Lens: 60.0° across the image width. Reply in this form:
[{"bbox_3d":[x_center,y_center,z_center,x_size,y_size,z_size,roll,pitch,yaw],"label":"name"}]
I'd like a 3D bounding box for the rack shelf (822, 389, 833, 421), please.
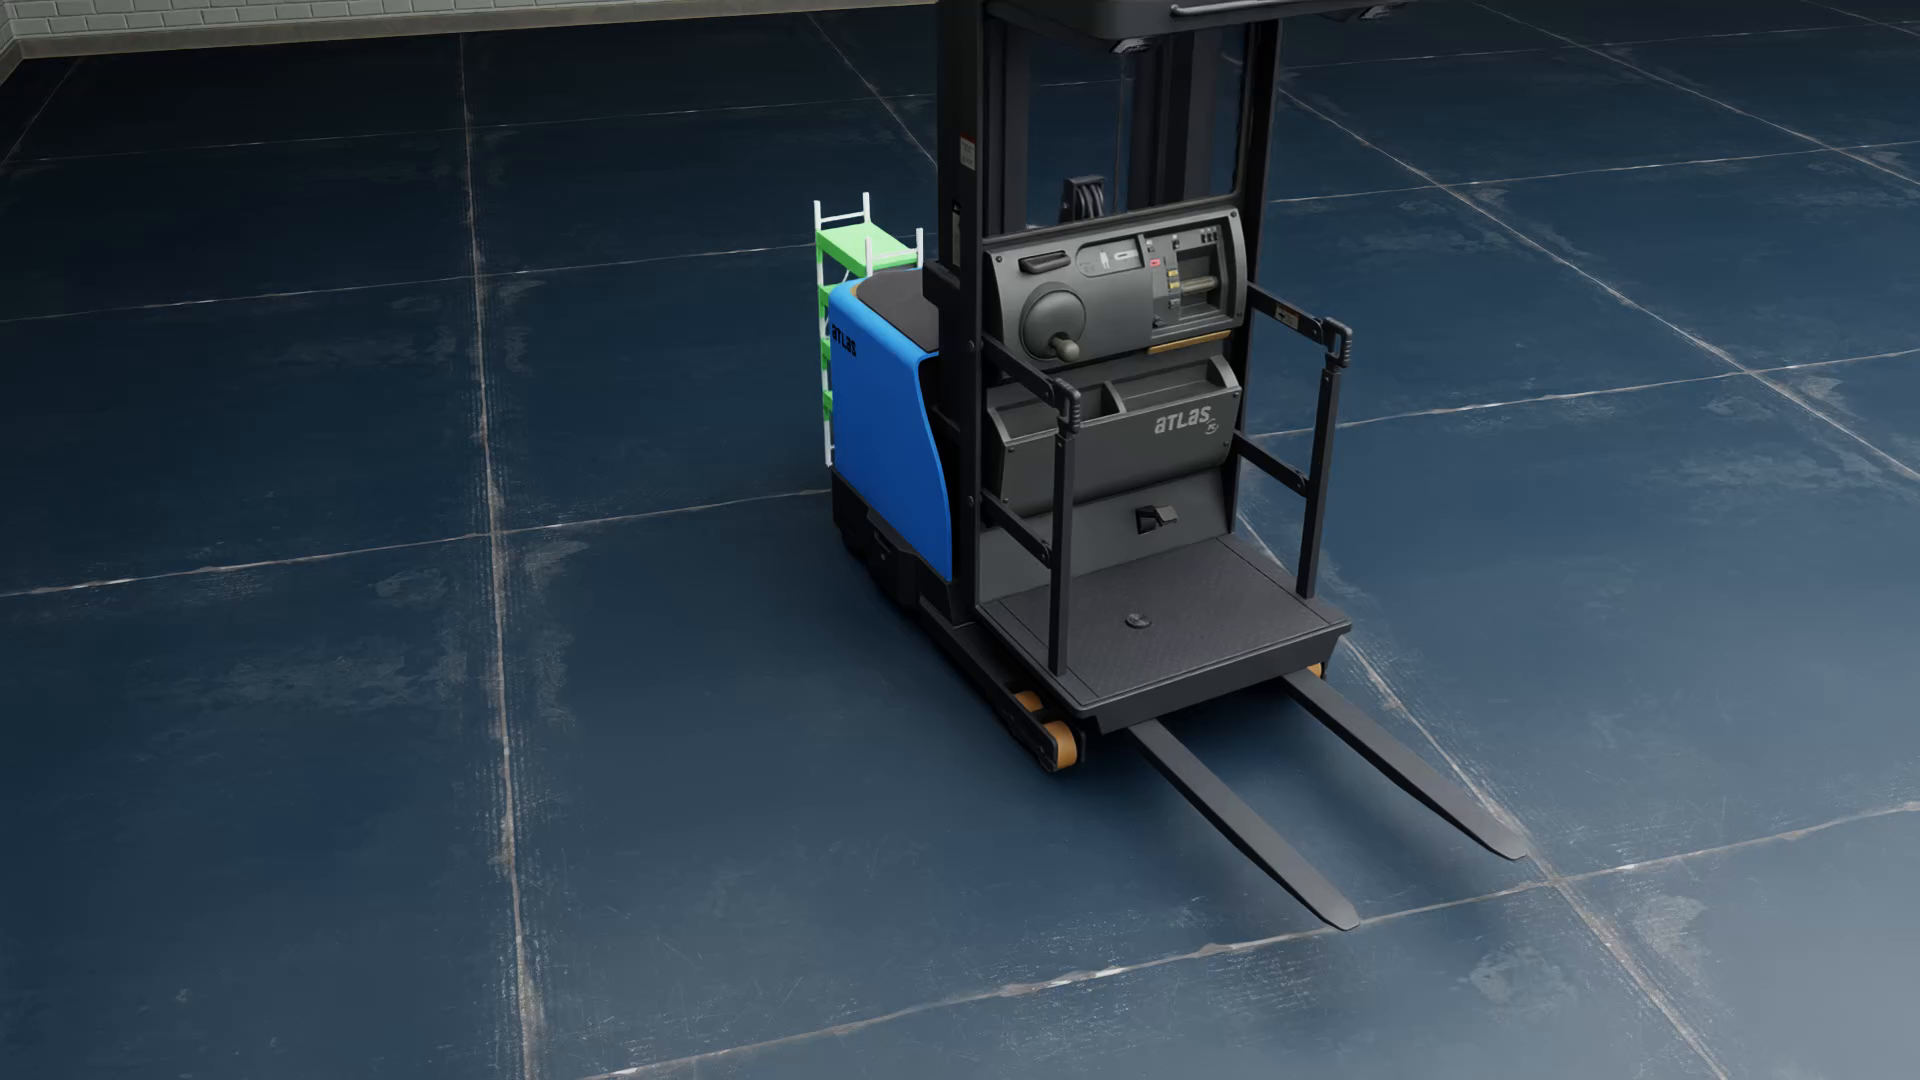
[{"bbox_3d":[-0.367,-0.504,7.030,0.258,0.148,0.480,-15,33,-24],"label":"rack shelf"}]

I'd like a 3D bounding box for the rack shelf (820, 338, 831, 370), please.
[{"bbox_3d":[-0.367,-0.712,6.909,0.258,0.148,0.480,-15,33,-24],"label":"rack shelf"}]

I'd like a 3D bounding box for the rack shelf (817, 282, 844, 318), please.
[{"bbox_3d":[-0.367,-0.919,6.789,0.258,0.148,0.480,-15,33,-24],"label":"rack shelf"}]

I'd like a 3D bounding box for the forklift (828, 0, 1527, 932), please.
[{"bbox_3d":[0.621,-0.770,5.154,1.130,2.935,3.031,-15,33,-24],"label":"forklift"}]

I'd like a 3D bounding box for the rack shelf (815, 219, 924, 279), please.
[{"bbox_3d":[-0.367,-1.127,6.669,0.258,0.148,0.480,-15,33,-24],"label":"rack shelf"}]

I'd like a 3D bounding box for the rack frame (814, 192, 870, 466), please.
[{"bbox_3d":[-0.482,-0.875,7.064,0.240,1.200,0.015,-15,33,-24],"label":"rack frame"}]

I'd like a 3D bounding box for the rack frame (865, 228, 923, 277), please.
[{"bbox_3d":[-0.253,-0.659,6.691,0.240,1.200,0.015,-15,33,-24],"label":"rack frame"}]

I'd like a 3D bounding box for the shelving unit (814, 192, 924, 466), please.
[{"bbox_3d":[-0.367,-0.767,6.877,0.258,1.200,0.503,-15,33,-24],"label":"shelving unit"}]
